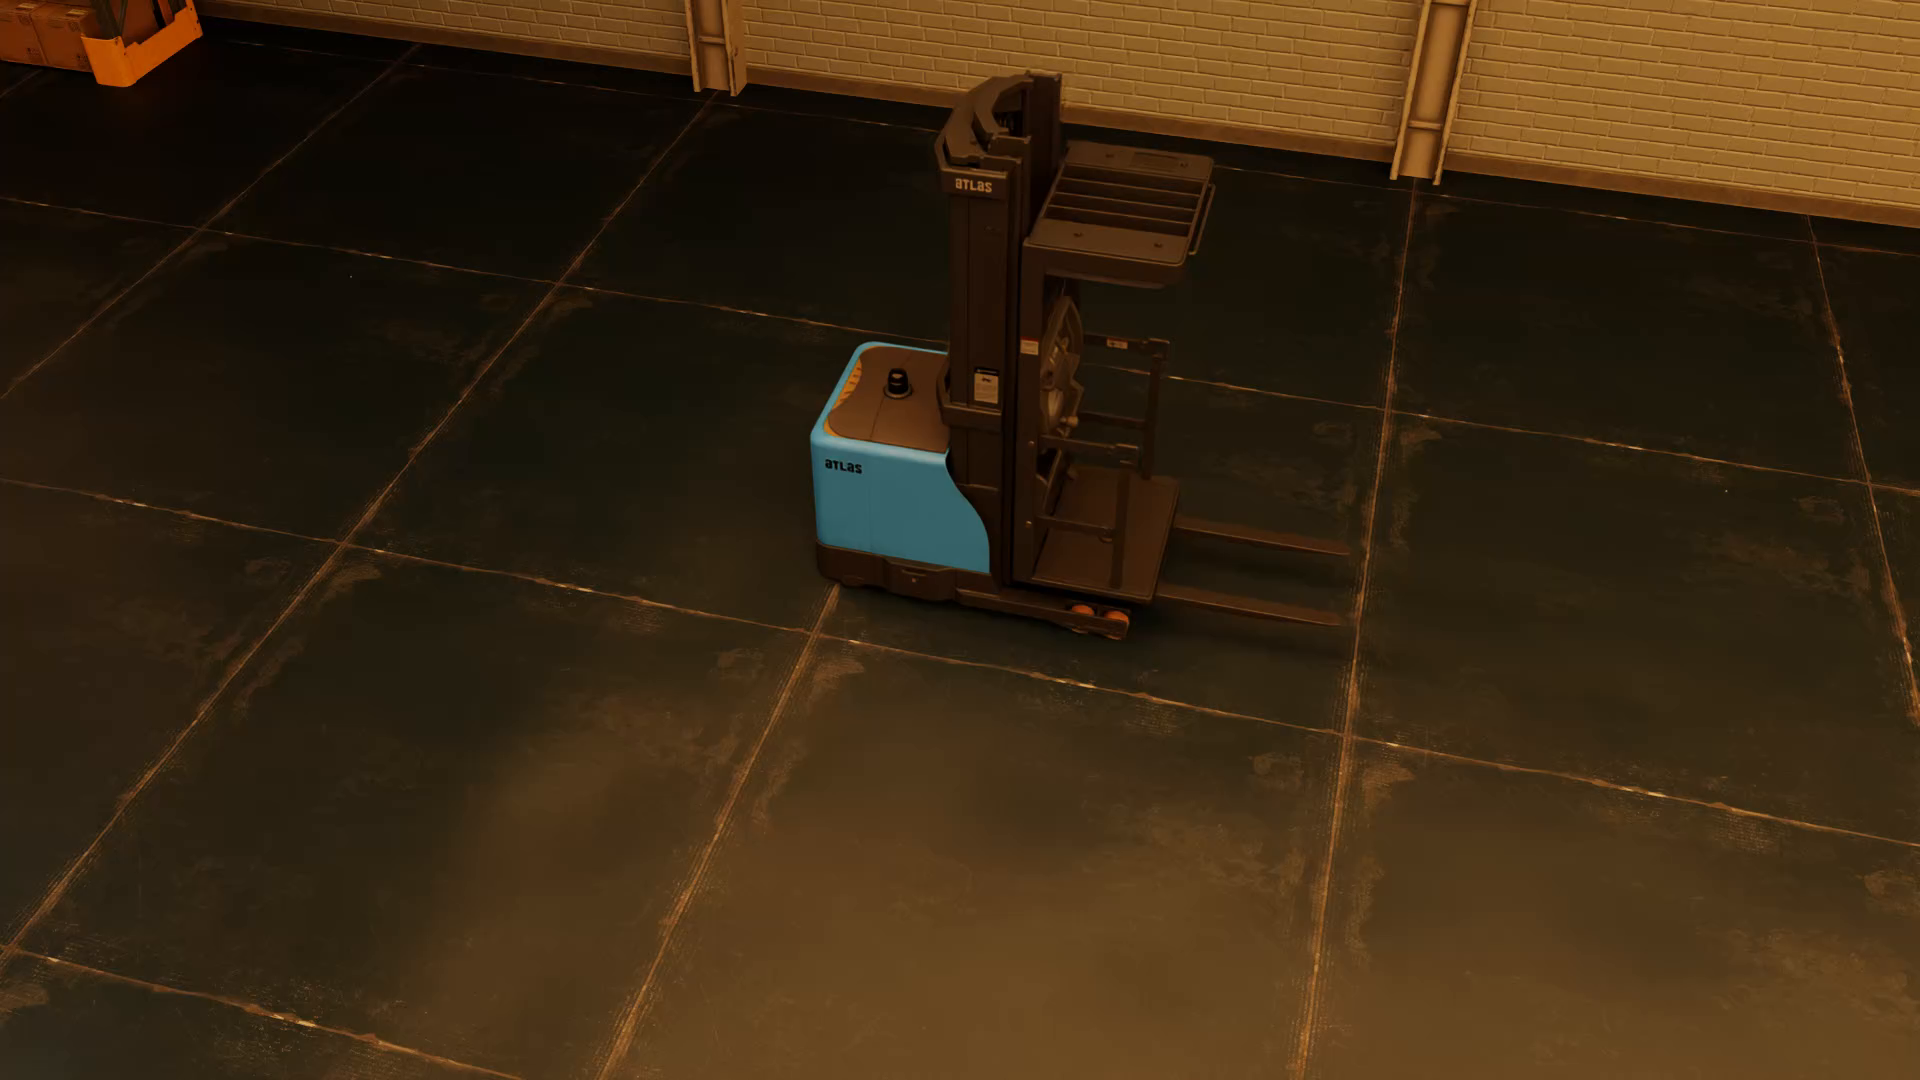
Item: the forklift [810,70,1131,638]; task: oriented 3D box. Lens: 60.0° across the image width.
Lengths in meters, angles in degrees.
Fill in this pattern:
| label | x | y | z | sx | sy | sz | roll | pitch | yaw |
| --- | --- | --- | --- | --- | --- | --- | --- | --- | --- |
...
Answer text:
| label | x | y | z | sx | sy | sz | roll | pitch | yaw |
| --- | --- | --- | --- | --- | --- | --- | --- | --- | --- |
| forklift | 0.731 | -0.928 | 8.920 | 3.031 | 2.935 | 1.130 | 10 | 42 | 11 |
